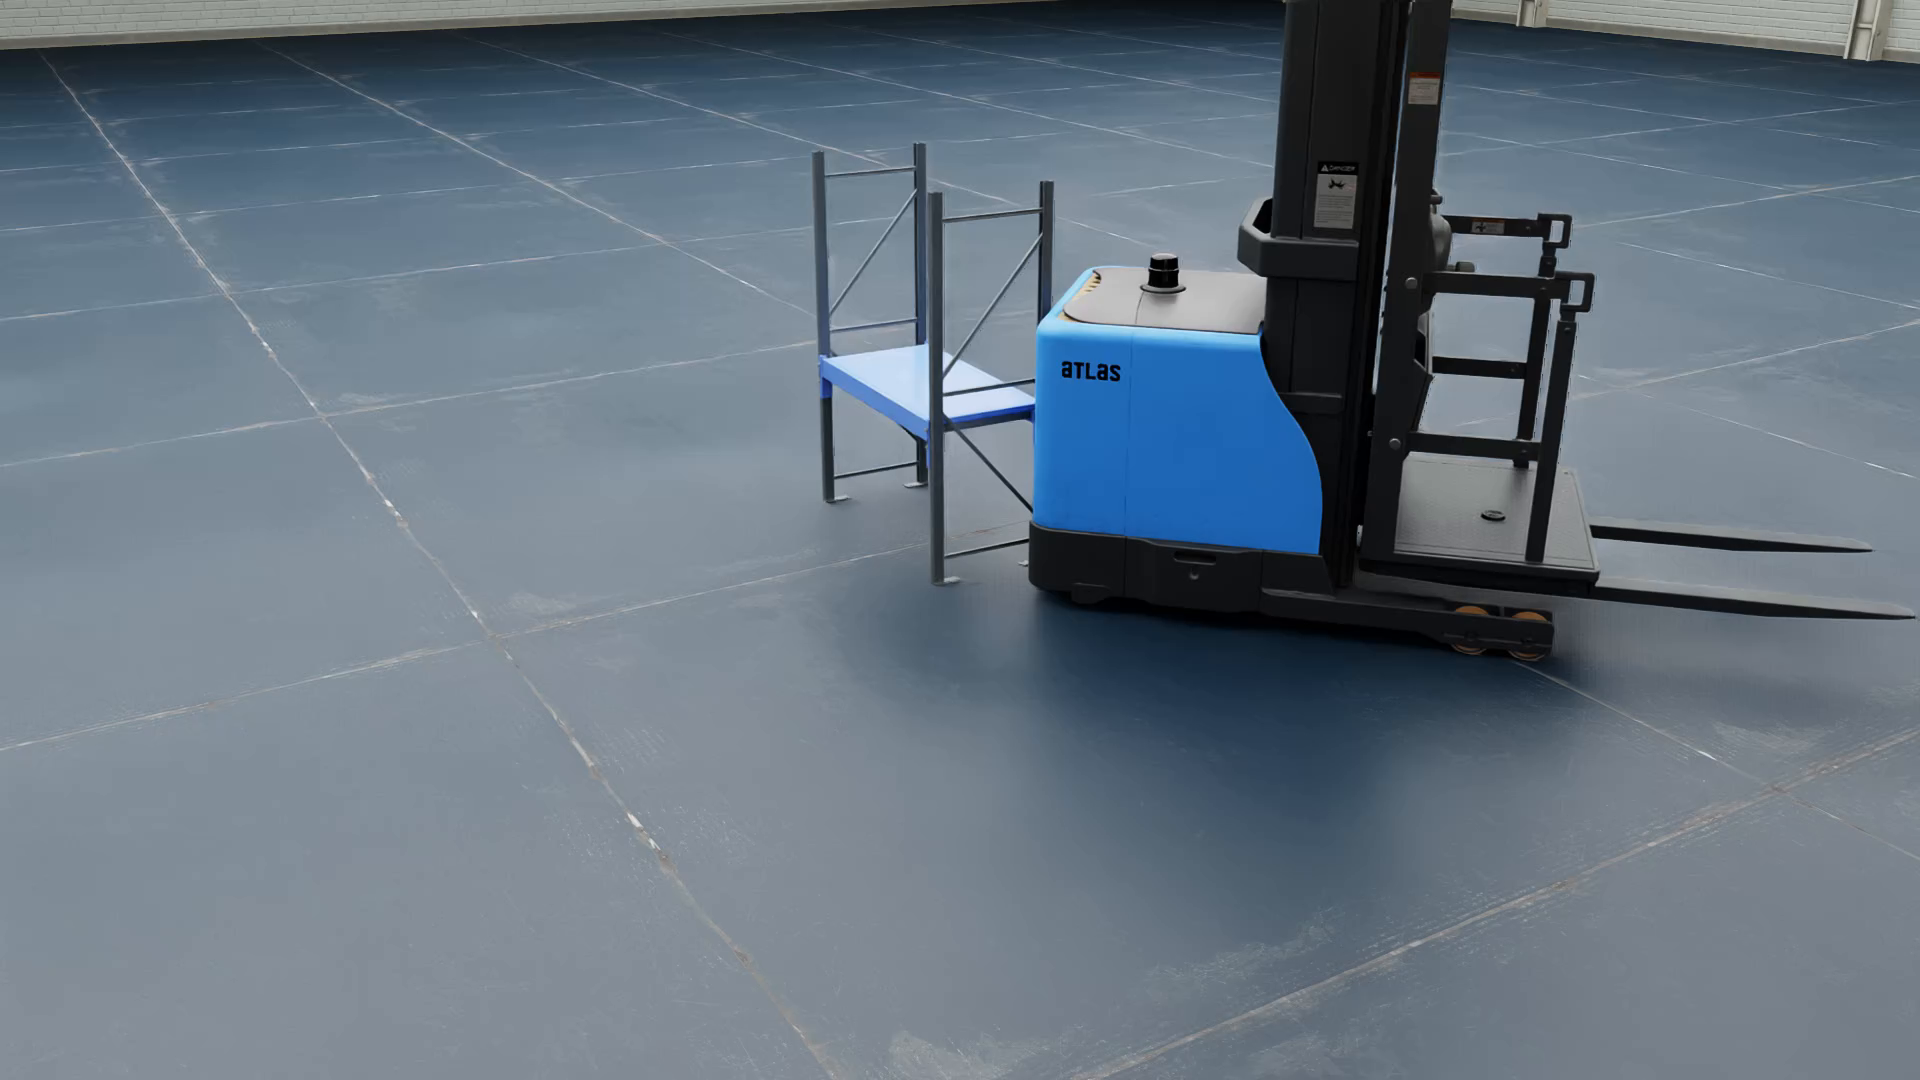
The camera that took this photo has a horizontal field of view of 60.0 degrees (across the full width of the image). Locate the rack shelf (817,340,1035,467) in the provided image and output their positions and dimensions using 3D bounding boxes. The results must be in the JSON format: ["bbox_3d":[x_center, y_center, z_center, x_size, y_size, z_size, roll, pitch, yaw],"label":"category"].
[{"bbox_3d":[-0.128,-0.569,6.698,0.538,0.185,1.000,-11,25,-26],"label":"rack shelf"}]

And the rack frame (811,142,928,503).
[{"bbox_3d":[-0.369,-0.904,7.045,0.500,1.500,0.032,-11,25,-26],"label":"rack frame"}]

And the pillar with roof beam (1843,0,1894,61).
[{"bbox_3d":[9.112,-10.166,19.873,9.100,9.000,0.400,-13,25,-28],"label":"pillar with roof beam"}]

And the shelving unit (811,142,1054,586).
[{"bbox_3d":[-0.128,-0.736,6.630,0.538,1.500,1.048,-11,25,-26],"label":"shelving unit"}]

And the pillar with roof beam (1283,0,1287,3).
[{"bbox_3d":[2.982,-14.051,29.430,9.100,9.000,0.400,-13,25,-28],"label":"pillar with roof beam"}]

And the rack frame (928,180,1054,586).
[{"bbox_3d":[0.113,-0.567,6.216,0.500,1.500,0.032,-11,25,-26],"label":"rack frame"}]

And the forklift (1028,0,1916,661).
[{"bbox_3d":[1.832,-1.160,5.773,3.031,2.935,1.130,6,23,14],"label":"forklift"}]

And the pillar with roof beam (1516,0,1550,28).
[{"bbox_3d":[6.047,-12.109,24.651,9.100,9.000,0.400,-13,25,-28],"label":"pillar with roof beam"}]
